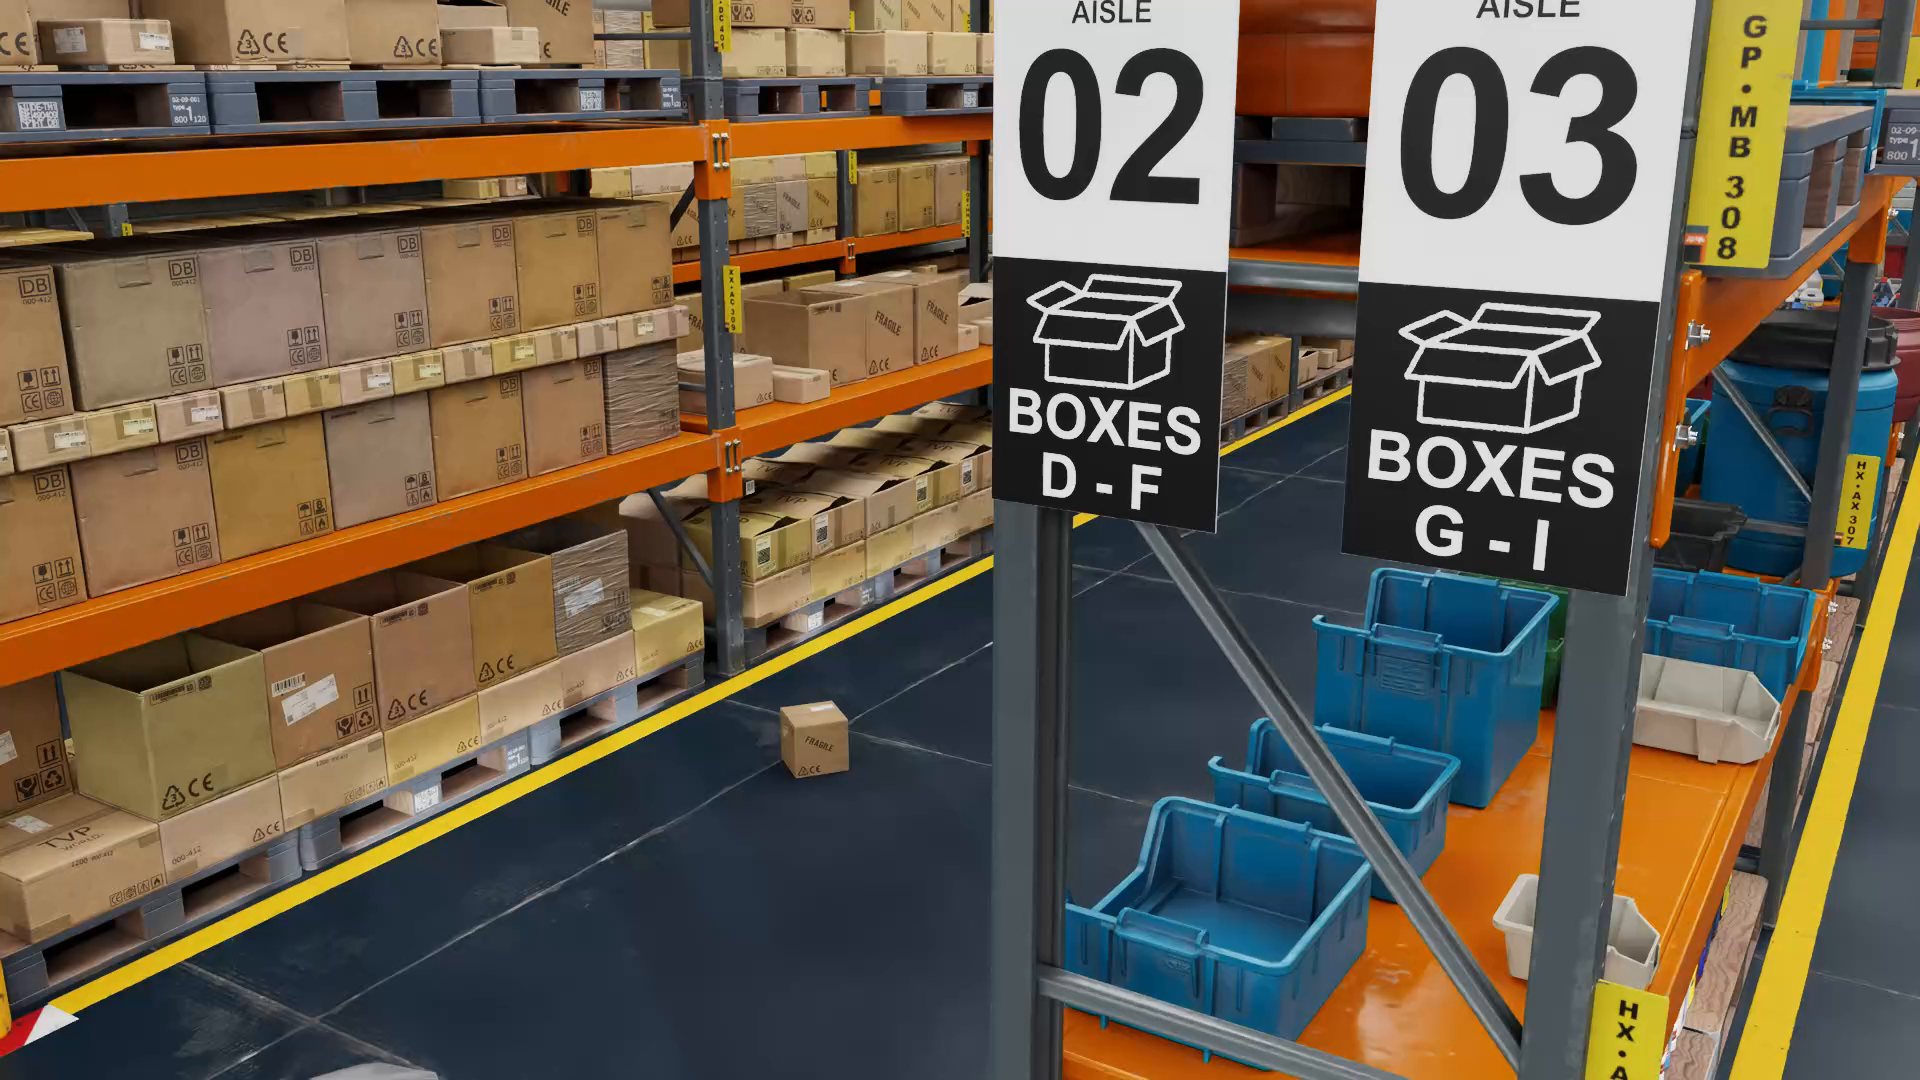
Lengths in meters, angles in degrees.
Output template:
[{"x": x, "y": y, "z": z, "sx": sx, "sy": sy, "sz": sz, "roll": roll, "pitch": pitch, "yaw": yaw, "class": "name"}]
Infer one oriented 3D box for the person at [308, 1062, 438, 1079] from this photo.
[{"x": -0.885, "y": 1.615, "z": 2.393, "sx": 0.633, "sy": 1.717, "sz": 0.826, "roll": -5, "pitch": 17, "yaw": -15, "class": "person"}]
